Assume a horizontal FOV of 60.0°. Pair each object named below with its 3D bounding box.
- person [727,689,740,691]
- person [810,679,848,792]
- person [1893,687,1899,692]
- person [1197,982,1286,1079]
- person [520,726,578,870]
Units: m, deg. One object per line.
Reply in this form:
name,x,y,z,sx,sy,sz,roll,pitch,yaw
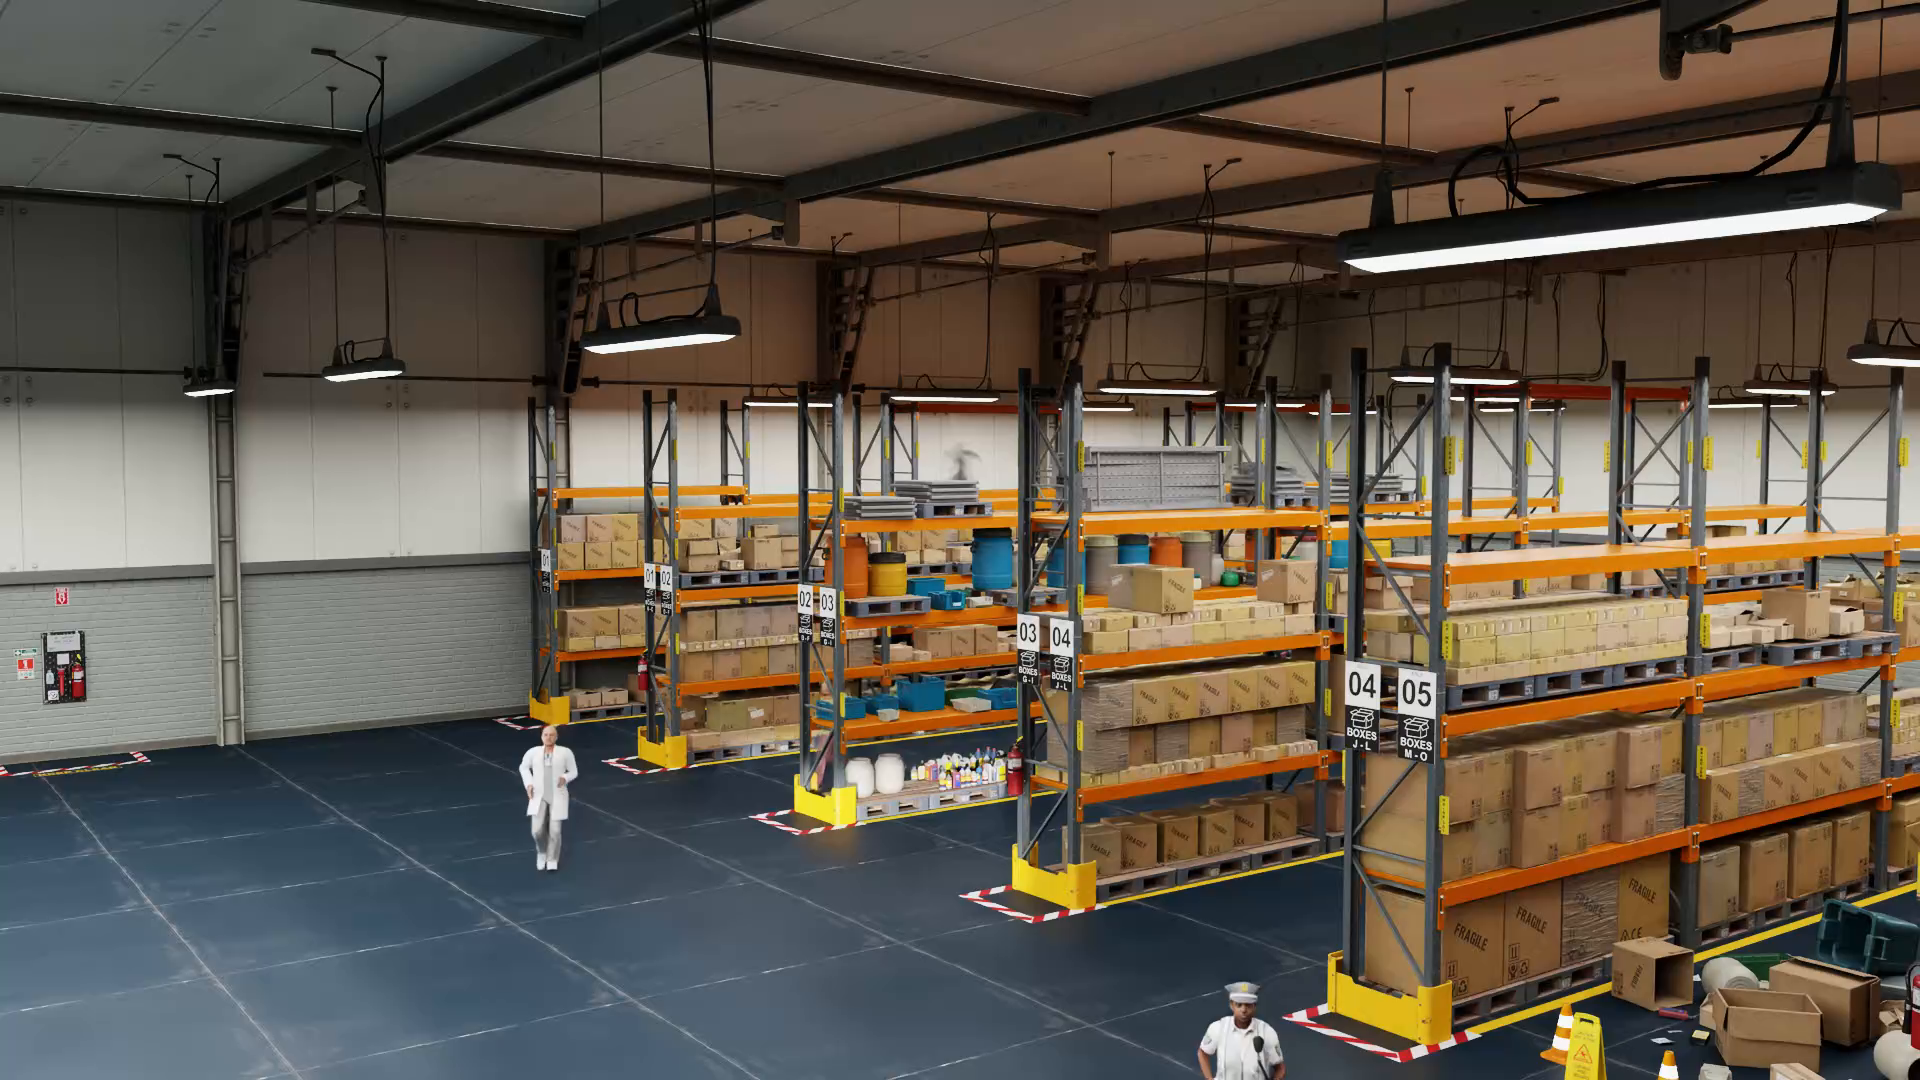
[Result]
person,-4.027,2.532,29.564,0.635,1.735,0.653,3,4,37
person,-1.933,2.880,24.570,0.928,1.664,0.583,-3,4,-39
person,13.500,2.935,23.976,0.635,1.642,0.586,-2,4,-27
person,1.844,3.697,10.908,0.577,1.686,0.760,1,3,9
person,-4.932,3.109,19.896,0.694,1.744,0.642,-1,3,-9
